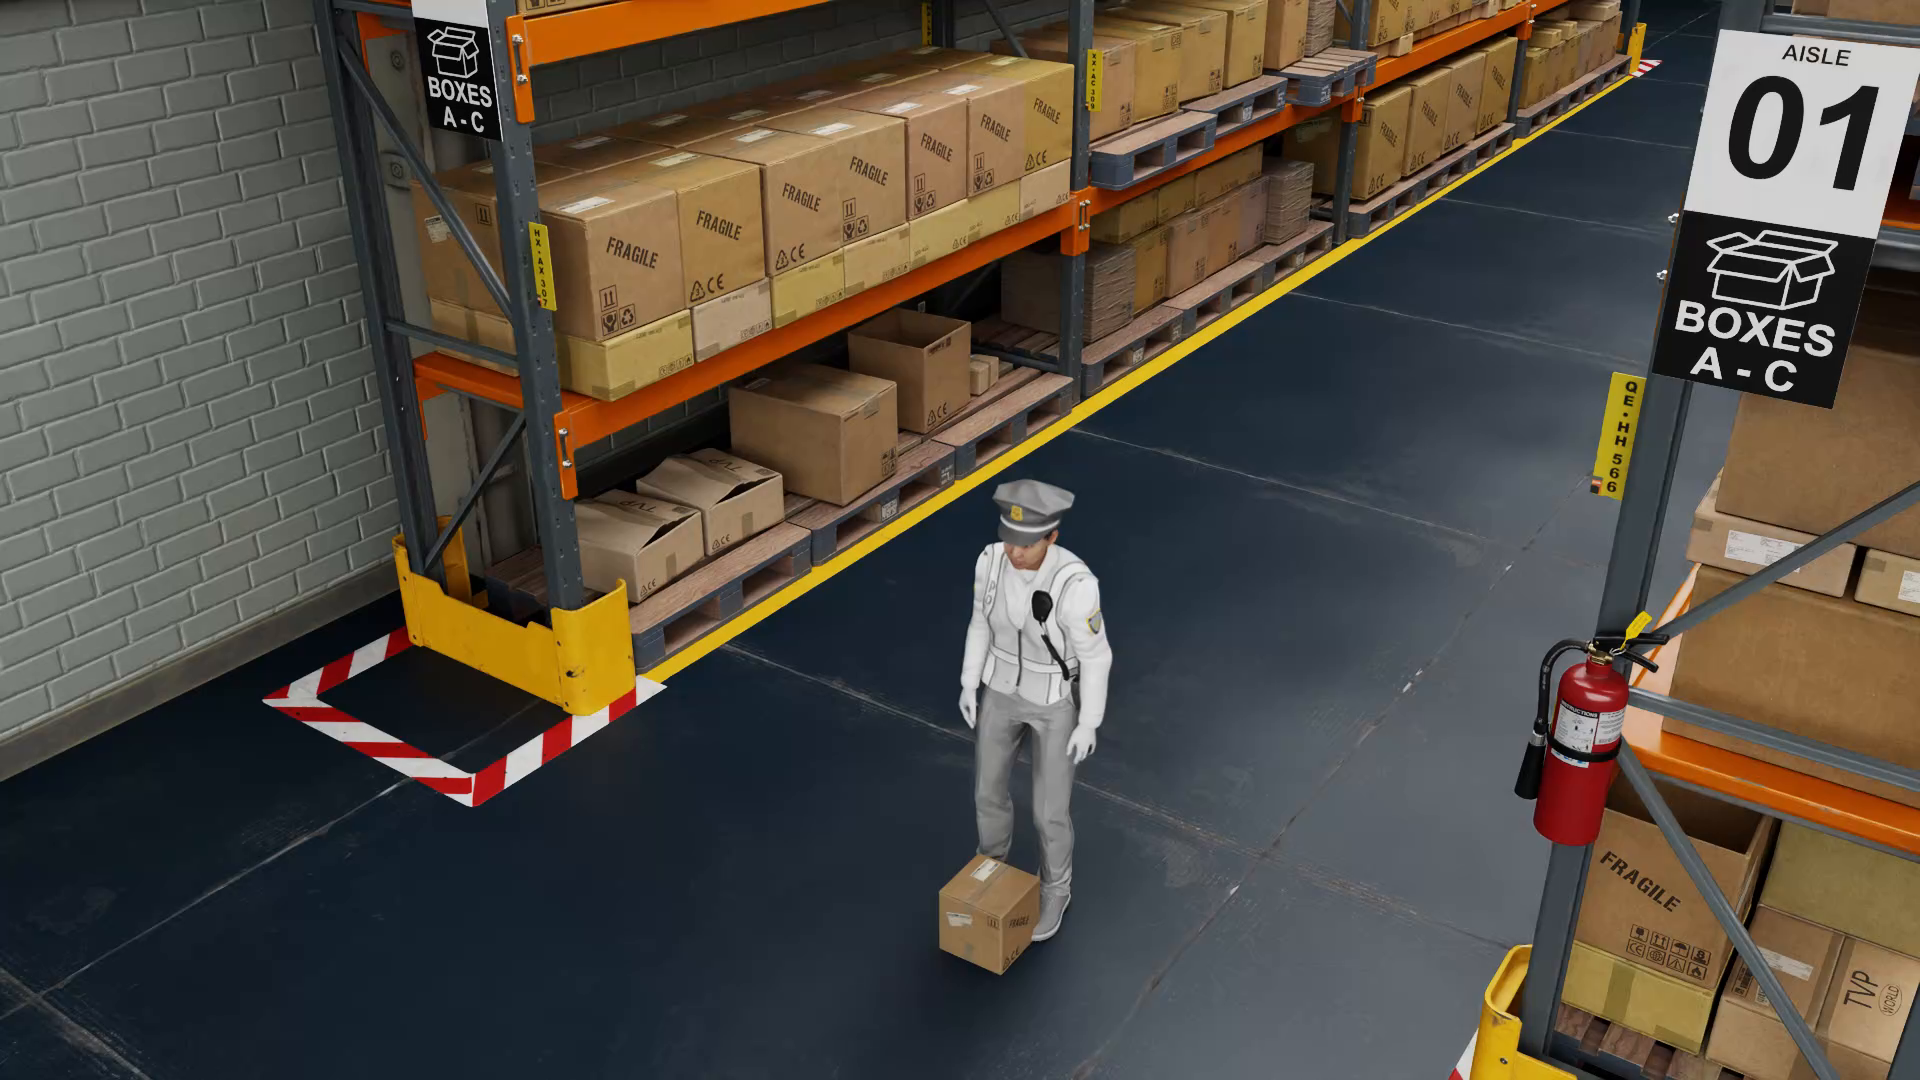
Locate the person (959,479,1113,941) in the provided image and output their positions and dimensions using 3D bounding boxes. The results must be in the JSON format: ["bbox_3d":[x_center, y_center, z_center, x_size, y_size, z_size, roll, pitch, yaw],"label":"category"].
[{"bbox_3d":[0.233,0.553,5.534,0.528,1.662,0.375,16,31,28],"label":"person"}]
